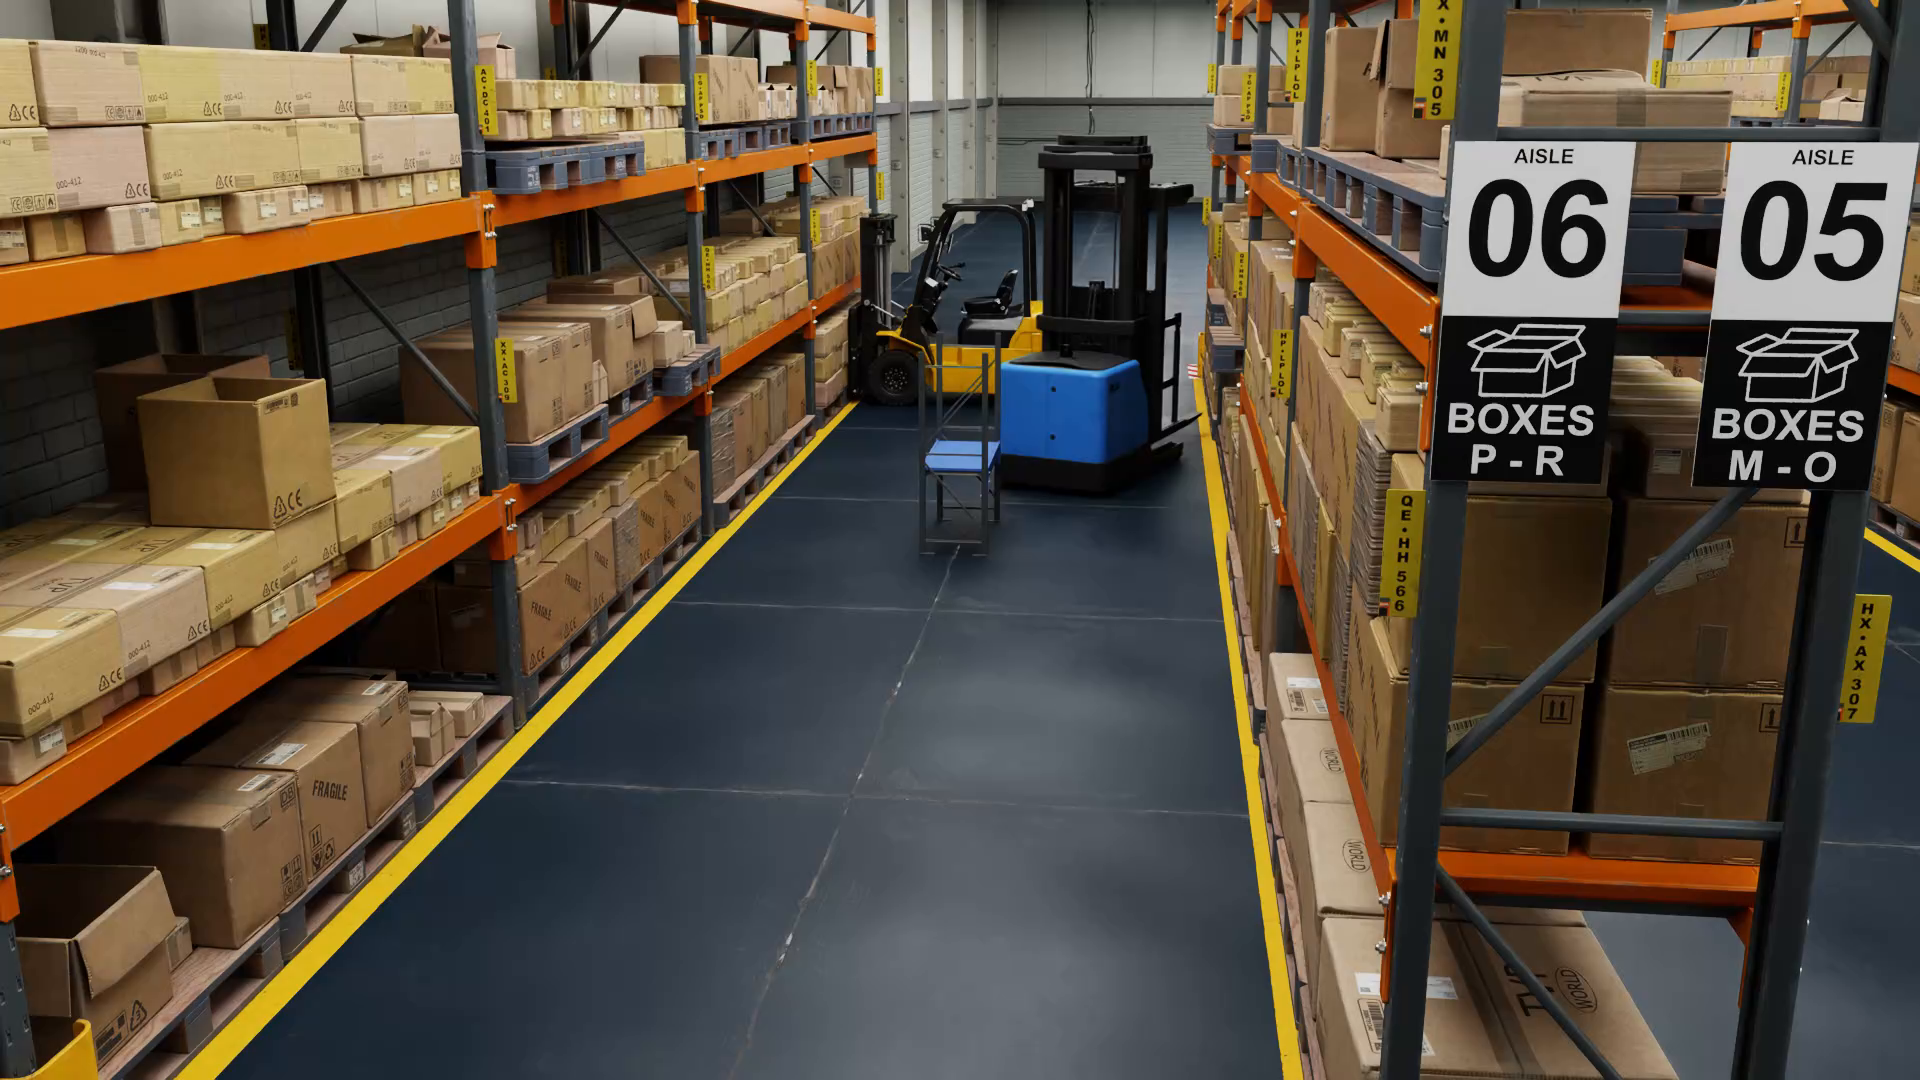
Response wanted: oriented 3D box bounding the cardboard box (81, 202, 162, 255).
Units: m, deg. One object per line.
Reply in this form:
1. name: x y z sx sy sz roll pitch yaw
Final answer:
1. cardboard box: -2.851 -1.017 5.410 0.380 0.149 0.250 2 15 7

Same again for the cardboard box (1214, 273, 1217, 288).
1. cardboard box: 2.885 -2.753 17.576 0.380 0.149 0.250 2 15 7

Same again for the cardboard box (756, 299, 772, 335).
1. cardboard box: -1.929 -1.926 14.327 0.500 0.250 0.500 2 15 8

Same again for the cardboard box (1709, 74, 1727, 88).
1. cardboard box: 7.891 -4.562 16.763 0.500 0.250 0.500 2 15 6

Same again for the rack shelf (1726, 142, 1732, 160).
1. rack shelf: 8.144 -3.885 16.913 1.077 0.370 4.000 2 15 6

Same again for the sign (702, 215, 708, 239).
1. sign: -2.495 -3.002 16.207 0.100 0.325 0.005 2 15 6

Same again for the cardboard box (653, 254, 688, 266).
1. cardboard box: -2.405 -2.343 14.146 0.380 0.149 0.250 2 15 8

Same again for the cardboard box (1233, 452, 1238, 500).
1. cardboard box: 2.611 -0.428 12.727 0.950 0.372 0.625 1 15 2

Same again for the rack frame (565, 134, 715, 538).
1. rack frame: -2.395 -1.492 12.435 1.000 3.000 0.127 2 15 6

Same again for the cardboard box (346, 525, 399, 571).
1. cardboard box: -2.702 0.027 7.297 0.380 0.149 0.250 1 15 5

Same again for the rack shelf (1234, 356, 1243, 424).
1. rack shelf: 2.763 -1.519 13.910 1.077 0.370 4.000 2 15 6

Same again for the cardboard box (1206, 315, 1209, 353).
1. cardboard box: 3.018 -2.316 18.509 0.500 0.500 0.500 1 15 4

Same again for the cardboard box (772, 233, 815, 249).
1. cardboard box: -1.646 -2.966 16.451 0.380 0.149 0.250 1 15 5

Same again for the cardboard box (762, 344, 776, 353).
1. cardboard box: -2.080 -2.021 16.938 0.500 0.250 0.500 2 15 7

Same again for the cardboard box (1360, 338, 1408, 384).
1. cardboard box: 1.614 -0.615 5.842 0.380 0.149 0.250 2 15 8

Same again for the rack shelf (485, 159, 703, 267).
1. rack shelf: -2.621 -2.074 10.219 1.077 0.370 4.000 2 15 6

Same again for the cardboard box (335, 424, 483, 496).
1. cardboard box: -2.661 -0.387 8.064 0.500 0.250 0.500 2 15 8

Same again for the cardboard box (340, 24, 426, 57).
1. cardboard box: -2.880 -2.458 8.380 0.396 0.266 0.258 1 15 5

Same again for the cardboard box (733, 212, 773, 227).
1. cardboard box: -2.122 -3.259 16.966 0.380 0.149 0.250 2 15 6

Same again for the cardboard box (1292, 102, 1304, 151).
1. cardboard box: 1.977 -2.152 8.495 0.500 0.311 0.500 2 15 6

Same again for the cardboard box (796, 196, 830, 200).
1. cardboard box: -1.742 -3.991 19.673 0.380 0.149 0.250 1 15 5

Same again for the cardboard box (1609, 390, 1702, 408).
1. cardboard box: 2.052 -0.334 4.803 0.380 0.149 0.250 2 15 8

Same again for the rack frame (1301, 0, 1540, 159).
1. rack frame: 2.086 -3.206 7.278 1.000 3.000 0.127 2 15 6

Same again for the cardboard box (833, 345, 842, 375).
1. cardboard box: -1.528 -1.894 17.424 0.500 0.250 0.500 2 15 6

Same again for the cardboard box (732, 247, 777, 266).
1. cardboard box: -1.842 -2.529 14.832 0.380 0.149 0.250 1 15 5

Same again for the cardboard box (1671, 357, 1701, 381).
1. cardboard box: 8.262 -2.073 17.850 0.875 0.875 0.875 1 15 5

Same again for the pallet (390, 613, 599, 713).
1. pallet: -2.792 0.679 9.747 1.003 0.211 1.213 2 15 6

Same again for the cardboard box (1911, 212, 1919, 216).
1. cardboard box: 7.812 -2.534 14.178 0.700 0.500 0.500 1 15 5

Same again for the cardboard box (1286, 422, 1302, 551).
1. cardboard box: 1.773 -0.244 7.626 0.500 0.500 0.500 2 15 8

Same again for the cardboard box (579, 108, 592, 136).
1. cardboard box: -2.305 -2.364 9.395 0.380 0.149 0.250 2 15 6

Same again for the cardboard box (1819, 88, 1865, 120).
1. cardboard box: 7.602 -3.750 14.298 0.258 0.266 0.396 1 15 5

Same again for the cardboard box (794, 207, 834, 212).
1. cardboard box: -1.546 -3.445 17.653 0.380 0.149 0.250 2 15 6

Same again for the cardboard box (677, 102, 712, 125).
1. cardboard box: -2.054 -3.160 12.307 0.380 0.166 0.250 2 15 6

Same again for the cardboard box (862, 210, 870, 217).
1. cardboard box: -1.252 -3.763 19.399 0.380 0.149 0.250 2 15 7

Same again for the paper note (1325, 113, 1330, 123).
1. paper note: 1.293 -1.487 5.856 0.006 0.032 0.123 2 15 6

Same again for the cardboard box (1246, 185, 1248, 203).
1. cardboard box: 3.535 -3.827 18.390 0.700 0.500 0.500 2 15 7

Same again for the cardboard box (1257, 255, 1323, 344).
1. cardboard box: 2.119 -1.495 10.336 0.500 0.500 0.500 2 15 8

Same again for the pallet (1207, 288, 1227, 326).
1. pallet: 2.758 -2.098 15.042 1.003 0.211 1.213 2 15 6

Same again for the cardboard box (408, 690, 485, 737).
1. cardboard box: -2.617 0.872 8.349 0.380 0.149 0.250 1 15 5

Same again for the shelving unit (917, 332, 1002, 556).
1. shelving unit: 0.010 -0.746 12.548 0.538 1.500 1.048 2 15 6

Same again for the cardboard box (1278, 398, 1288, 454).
1. cardboard box: 1.894 -0.600 8.465 0.500 0.250 0.500 2 15 6

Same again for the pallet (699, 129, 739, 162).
1. pallet: -2.407 -3.028 12.729 1.213 0.211 1.003 2 15 9

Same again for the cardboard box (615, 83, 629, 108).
1. cardboard box: -2.286 -2.770 10.366 0.380 0.149 0.250 2 15 6

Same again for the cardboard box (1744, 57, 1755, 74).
1. cardboard box: 7.729 -4.527 15.870 0.380 0.149 0.250 2 15 7

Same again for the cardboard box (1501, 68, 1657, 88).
1. cardboard box: 1.853 -1.315 5.207 0.500 0.311 0.500 2 15 7

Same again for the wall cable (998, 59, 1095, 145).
1. wall cable: 2.565 -13.316 50.617 3.097 2.526 0.112 2 15 6

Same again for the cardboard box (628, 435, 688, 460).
1. cardboard box: -2.199 -0.666 12.120 0.380 0.149 0.250 1 15 4

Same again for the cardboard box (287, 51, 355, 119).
1. cardboard box: -2.778 -1.814 6.639 0.500 0.250 0.500 2 15 7

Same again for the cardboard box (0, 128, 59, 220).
1. cardboard box: -2.976 -1.044 4.747 0.500 0.250 0.500 2 15 6

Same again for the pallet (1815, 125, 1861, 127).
1. pallet: 7.864 -3.381 14.041 0.805 0.209 1.217 1 15 4

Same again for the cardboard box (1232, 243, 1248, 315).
1. cardboard box: 2.360 -2.002 12.754 0.500 0.500 0.500 1 15 5

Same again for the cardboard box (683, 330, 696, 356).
1. cardboard box: -2.088 -1.392 11.741 0.380 0.149 0.250 2 15 7

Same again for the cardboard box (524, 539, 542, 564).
1. cardboard box: -2.587 0.077 9.374 0.380 0.149 0.250 1 15 5

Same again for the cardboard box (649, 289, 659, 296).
1. cardboard box: -2.620 -1.786 12.850 0.500 0.250 0.500 2 15 8

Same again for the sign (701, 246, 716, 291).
1. sign: -1.855 -2.000 12.244 0.100 0.325 0.005 2 15 6

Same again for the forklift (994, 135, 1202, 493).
1. forklift: 1.413 -2.151 15.003 1.130 2.935 3.031 8 17 26
